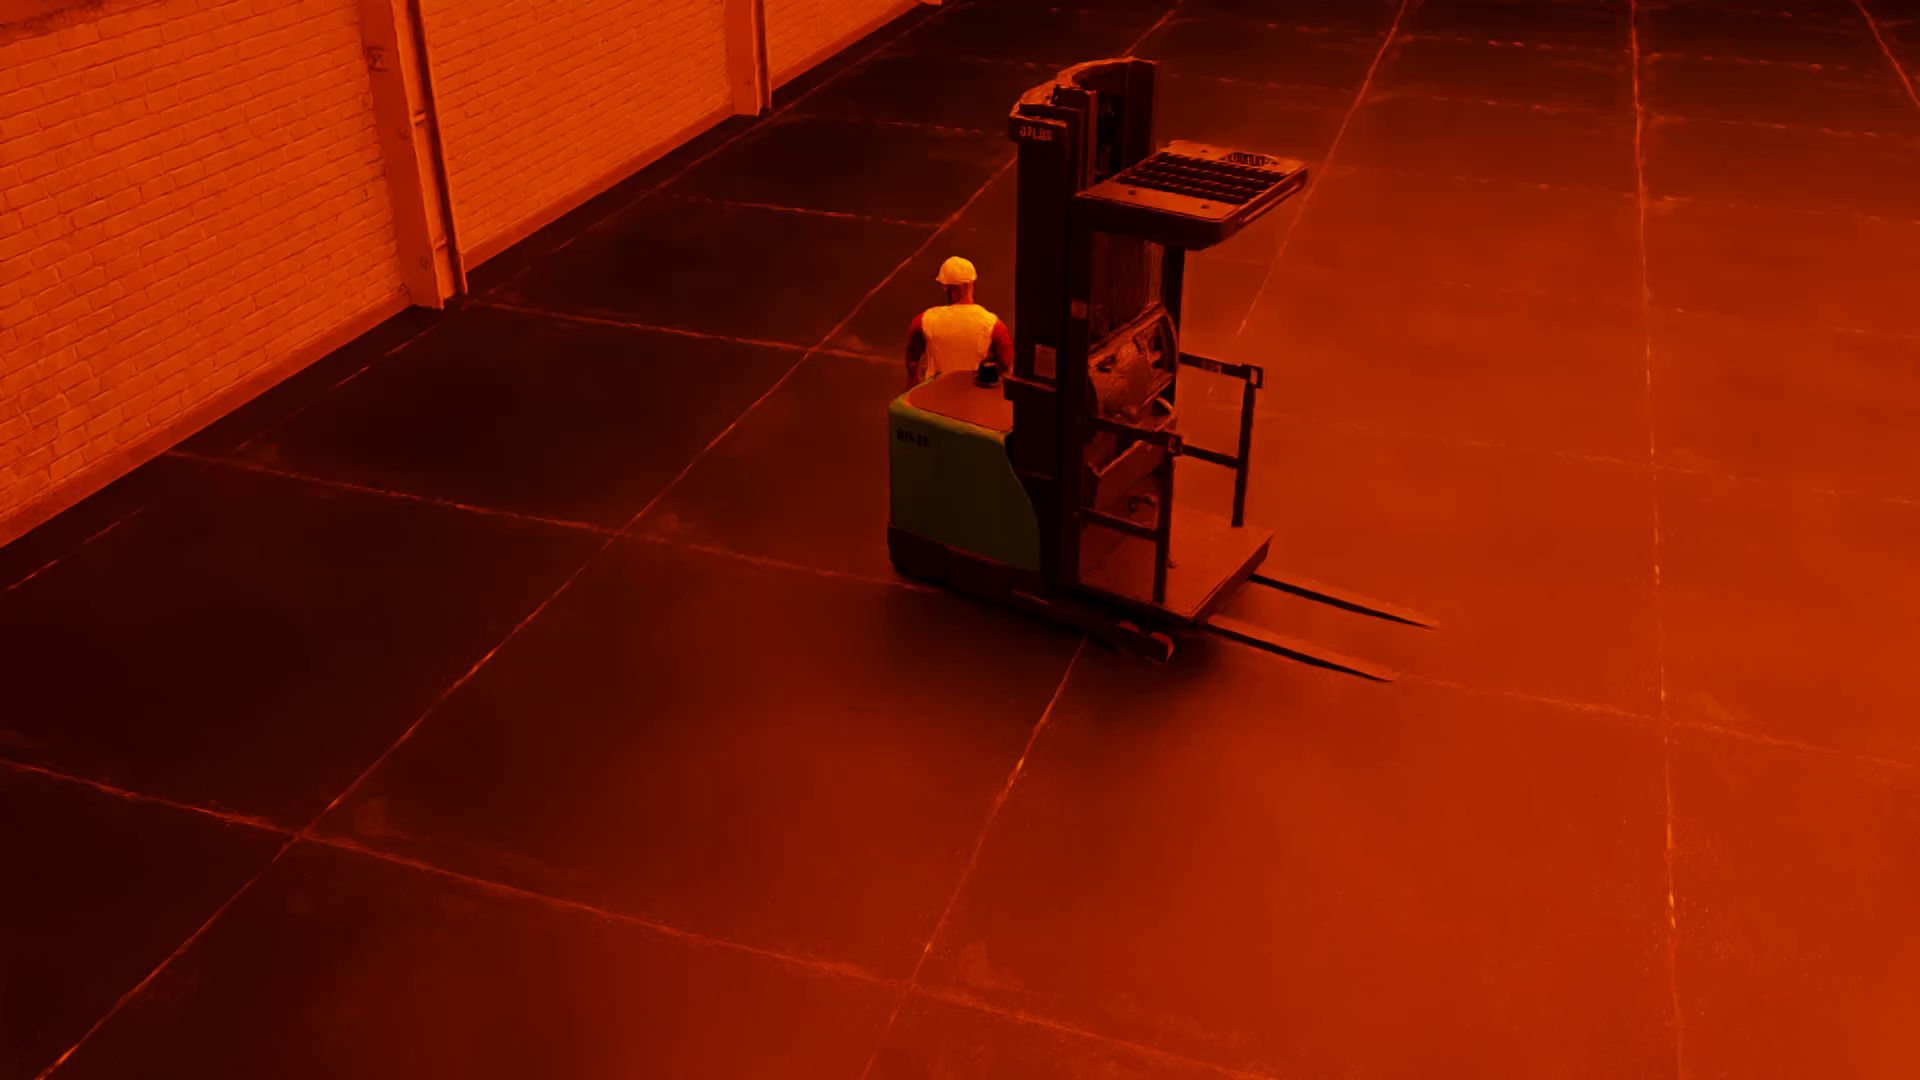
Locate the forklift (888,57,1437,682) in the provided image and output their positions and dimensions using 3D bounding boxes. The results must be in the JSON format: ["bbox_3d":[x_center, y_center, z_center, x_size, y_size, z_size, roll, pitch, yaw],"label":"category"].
[{"bbox_3d":[1.097,-0.912,8.736,3.031,2.935,1.130,18,34,28],"label":"forklift"}]

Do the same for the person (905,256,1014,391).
[{"bbox_3d":[0.021,-0.865,9.889,0.743,1.744,0.776,3,30,6],"label":"person"}]
